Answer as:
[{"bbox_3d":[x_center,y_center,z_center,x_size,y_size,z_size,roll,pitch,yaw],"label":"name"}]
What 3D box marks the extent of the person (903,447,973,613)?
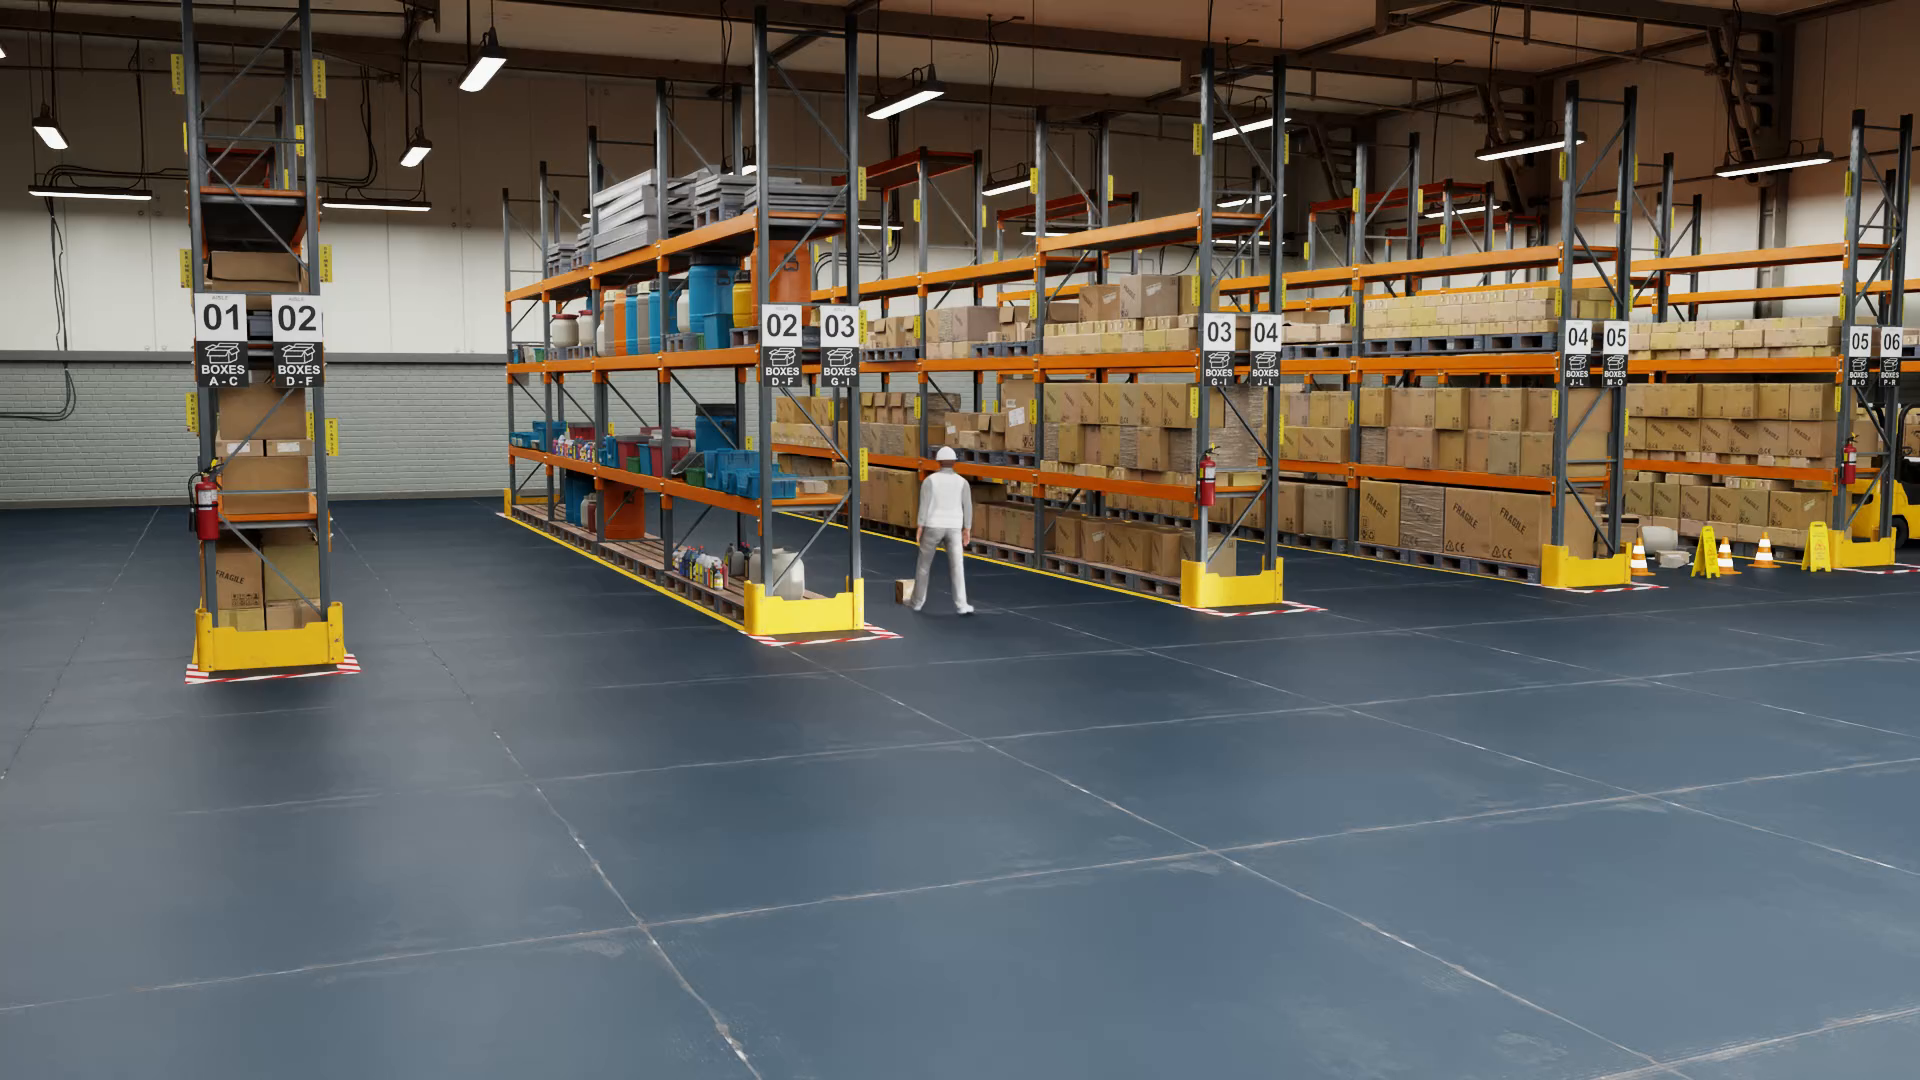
[{"bbox_3d":[-0.224,-0.116,17.703,0.711,1.753,0.643,-1,5,-10],"label":"person"}]
